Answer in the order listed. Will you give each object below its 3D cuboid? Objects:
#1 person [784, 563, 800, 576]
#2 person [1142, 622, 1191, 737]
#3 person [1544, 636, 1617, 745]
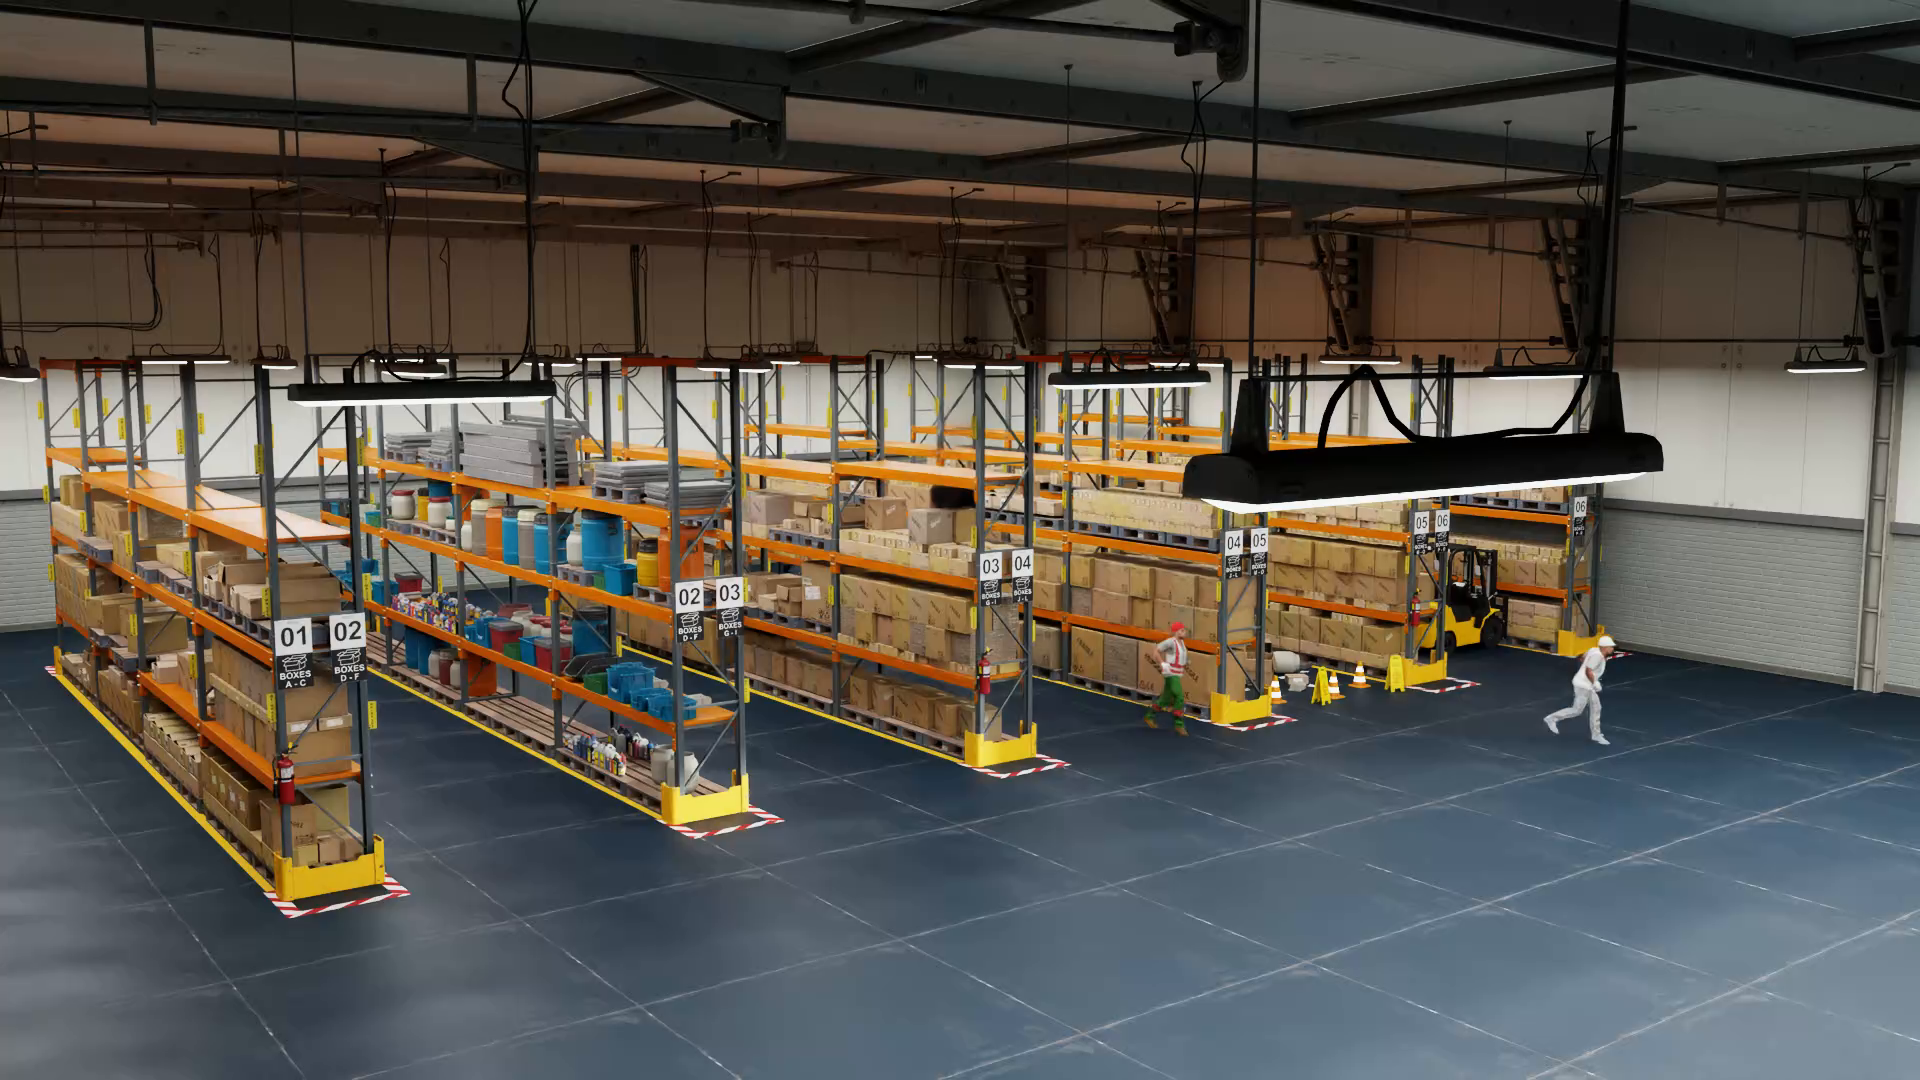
[{"bbox_3d":[-4.337,0.550,41.853,0.636,1.530,0.587,2,7,14],"label":"person"},{"bbox_3d":[3.431,2.225,26.978,0.857,1.815,0.662,4,8,28],"label":"person"},{"bbox_3d":[9.786,2.356,26.269,1.034,1.727,0.707,2,7,14],"label":"person"}]
